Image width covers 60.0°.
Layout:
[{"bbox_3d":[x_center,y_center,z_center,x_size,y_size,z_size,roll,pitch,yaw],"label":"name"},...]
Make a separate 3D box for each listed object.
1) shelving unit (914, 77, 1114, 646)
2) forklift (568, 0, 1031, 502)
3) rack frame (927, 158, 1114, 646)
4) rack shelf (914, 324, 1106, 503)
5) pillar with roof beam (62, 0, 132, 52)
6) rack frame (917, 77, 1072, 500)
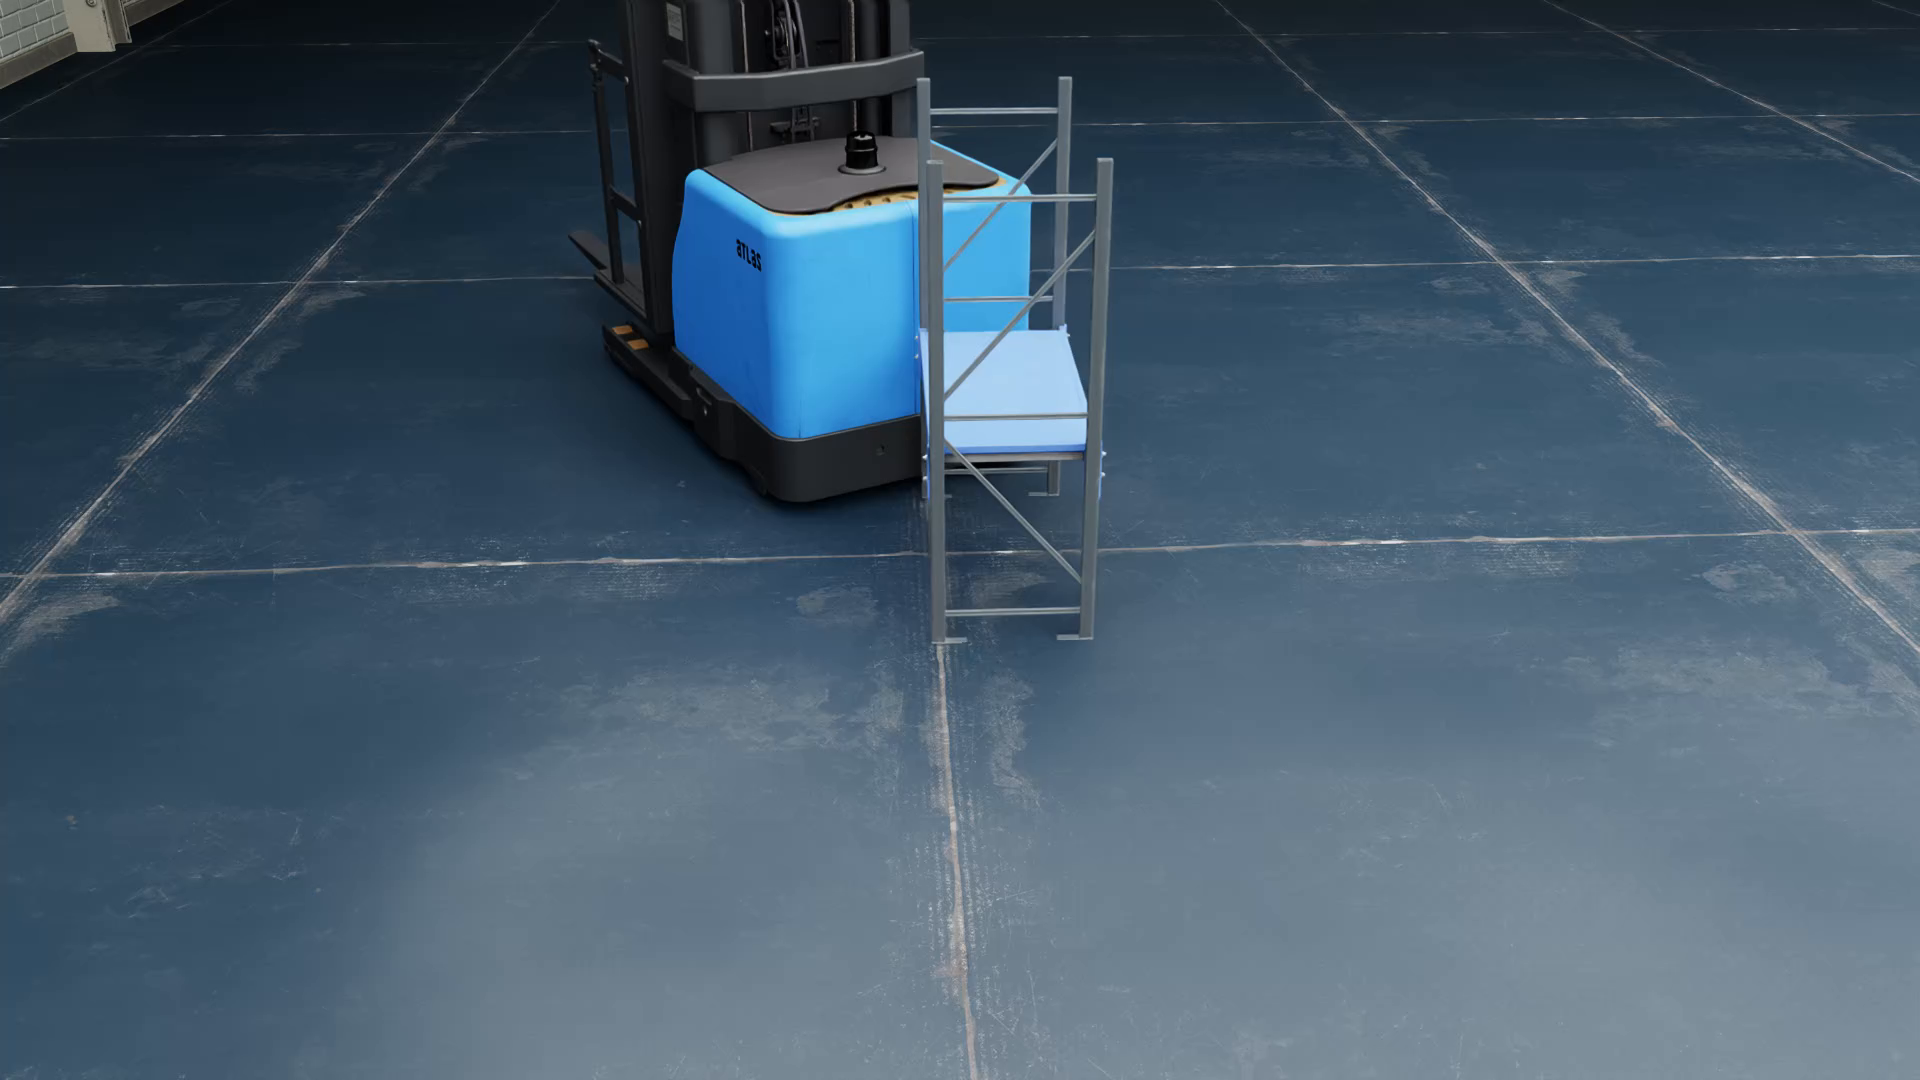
[{"bbox_3d":[0.136,-0.587,5.254,0.538,1.500,1.048,-1,28,-3],"label":"shelving unit"},{"bbox_3d":[-0.891,-2.079,6.566,1.130,2.935,3.031,-14,31,-26],"label":"forklift"},{"bbox_3d":[0.161,-0.352,4.804,0.500,1.500,0.032,-1,28,-3],"label":"rack frame"},{"bbox_3d":[0.136,-0.428,5.337,0.538,0.185,1.000,-1,28,-3],"label":"rack shelf"},{"bbox_3d":[-2.573,-8.051,11.455,9.100,9.000,0.400,-1,28,-3],"label":"pillar with roof beam"},{"bbox_3d":[0.111,-0.822,5.704,0.500,1.500,0.032,-1,28,-3],"label":"rack frame"}]
